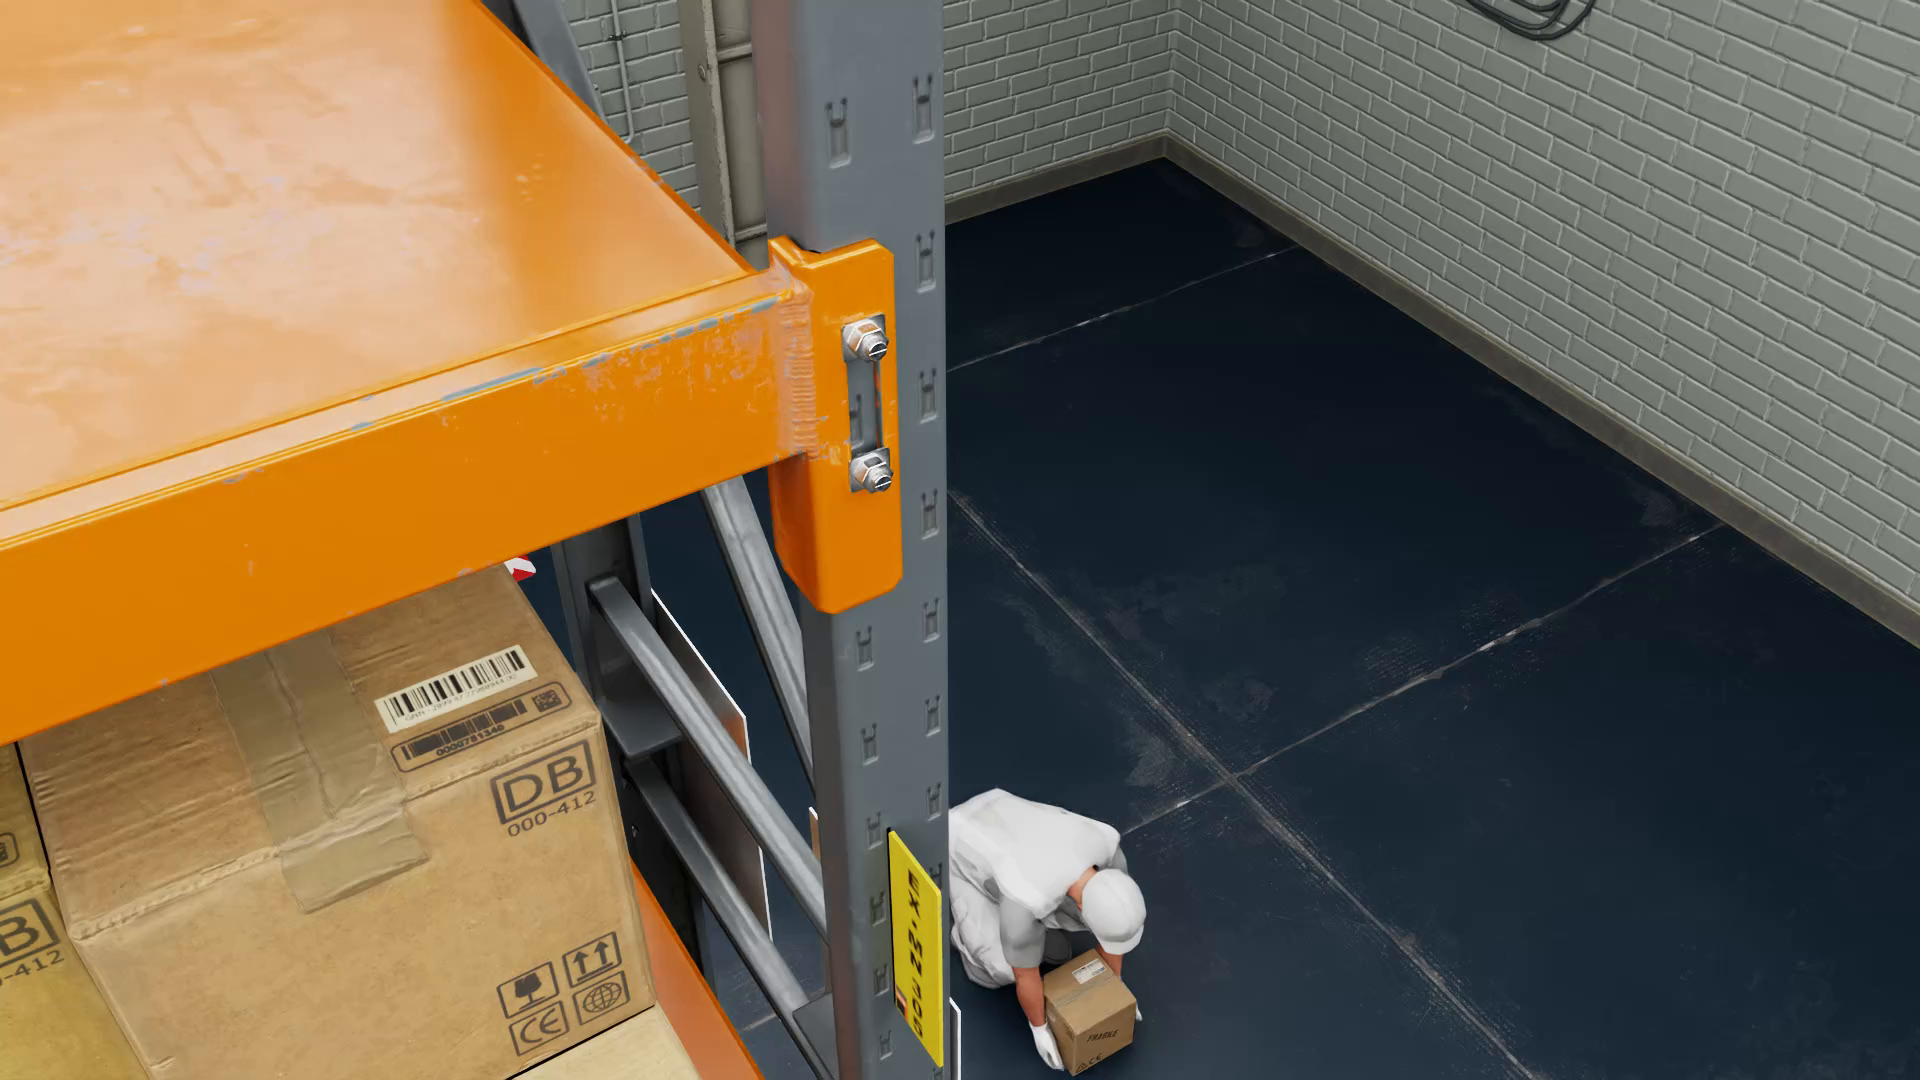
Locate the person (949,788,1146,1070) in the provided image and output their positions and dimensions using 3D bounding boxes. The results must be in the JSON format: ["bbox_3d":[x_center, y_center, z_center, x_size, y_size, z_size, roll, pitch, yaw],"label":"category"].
[{"bbox_3d":[0.264,1.239,5.663,0.558,0.883,0.899,-22,45,-24],"label":"person"}]
